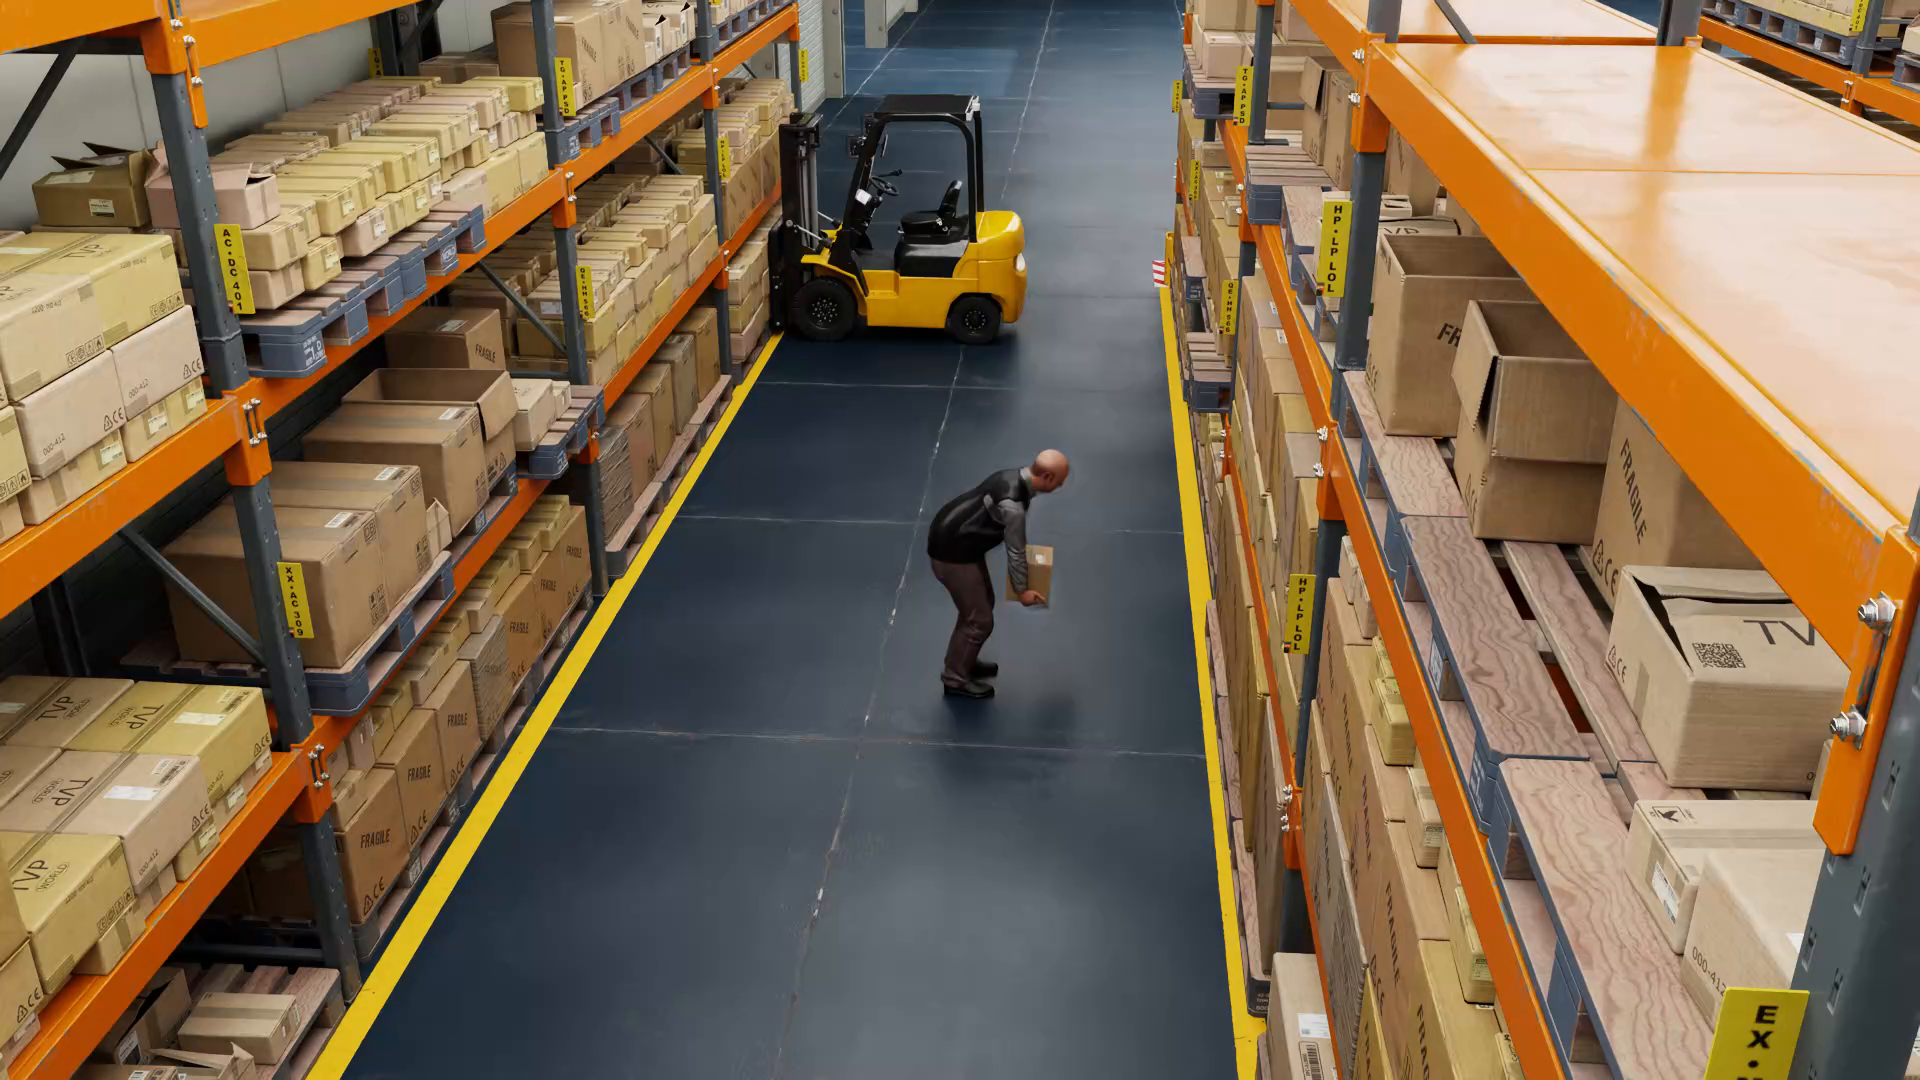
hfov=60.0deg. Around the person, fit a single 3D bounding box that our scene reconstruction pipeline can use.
[{"bbox_3d":[0.211,0.171,9.555,0.797,1.480,0.470,1,24,3],"label":"person"}]
